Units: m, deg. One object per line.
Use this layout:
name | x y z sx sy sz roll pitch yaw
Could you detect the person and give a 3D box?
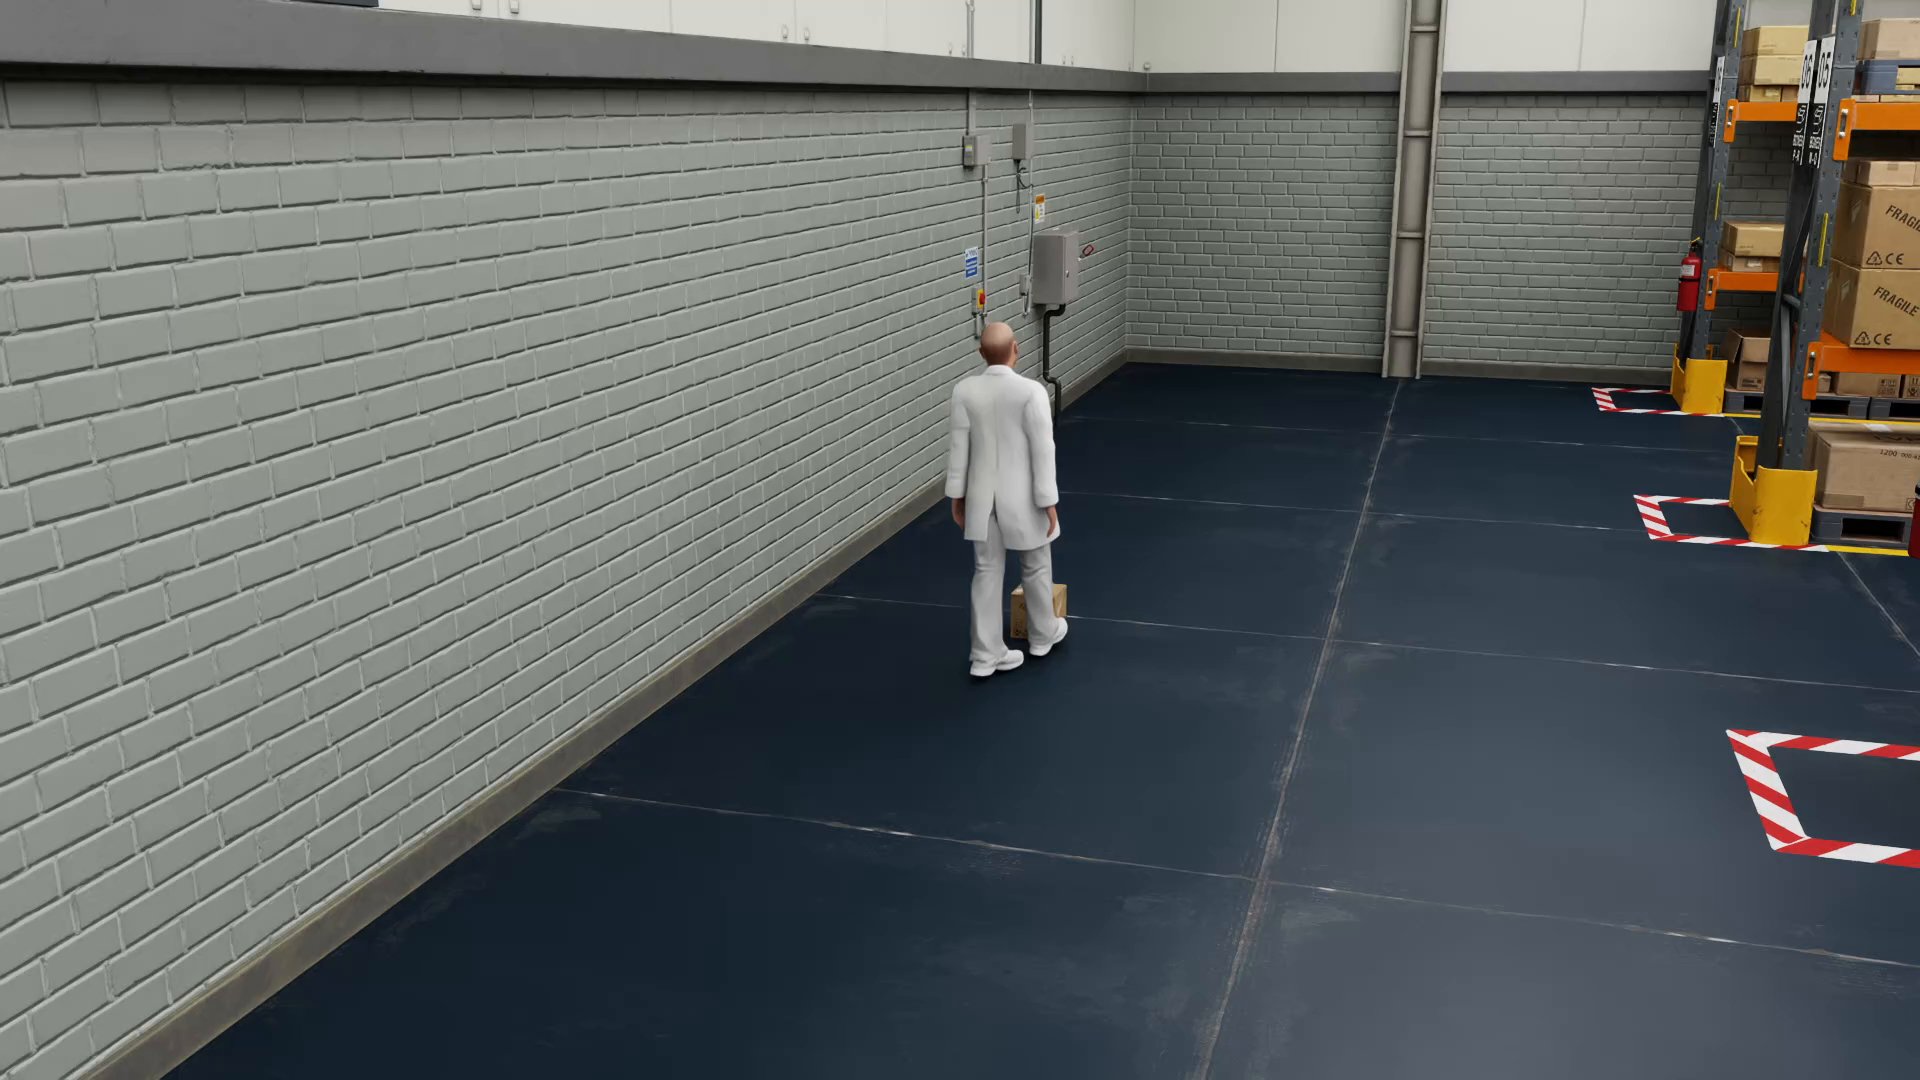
person | 0.276 -0.240 8.440 0.630 1.760 0.818 7 16 24
